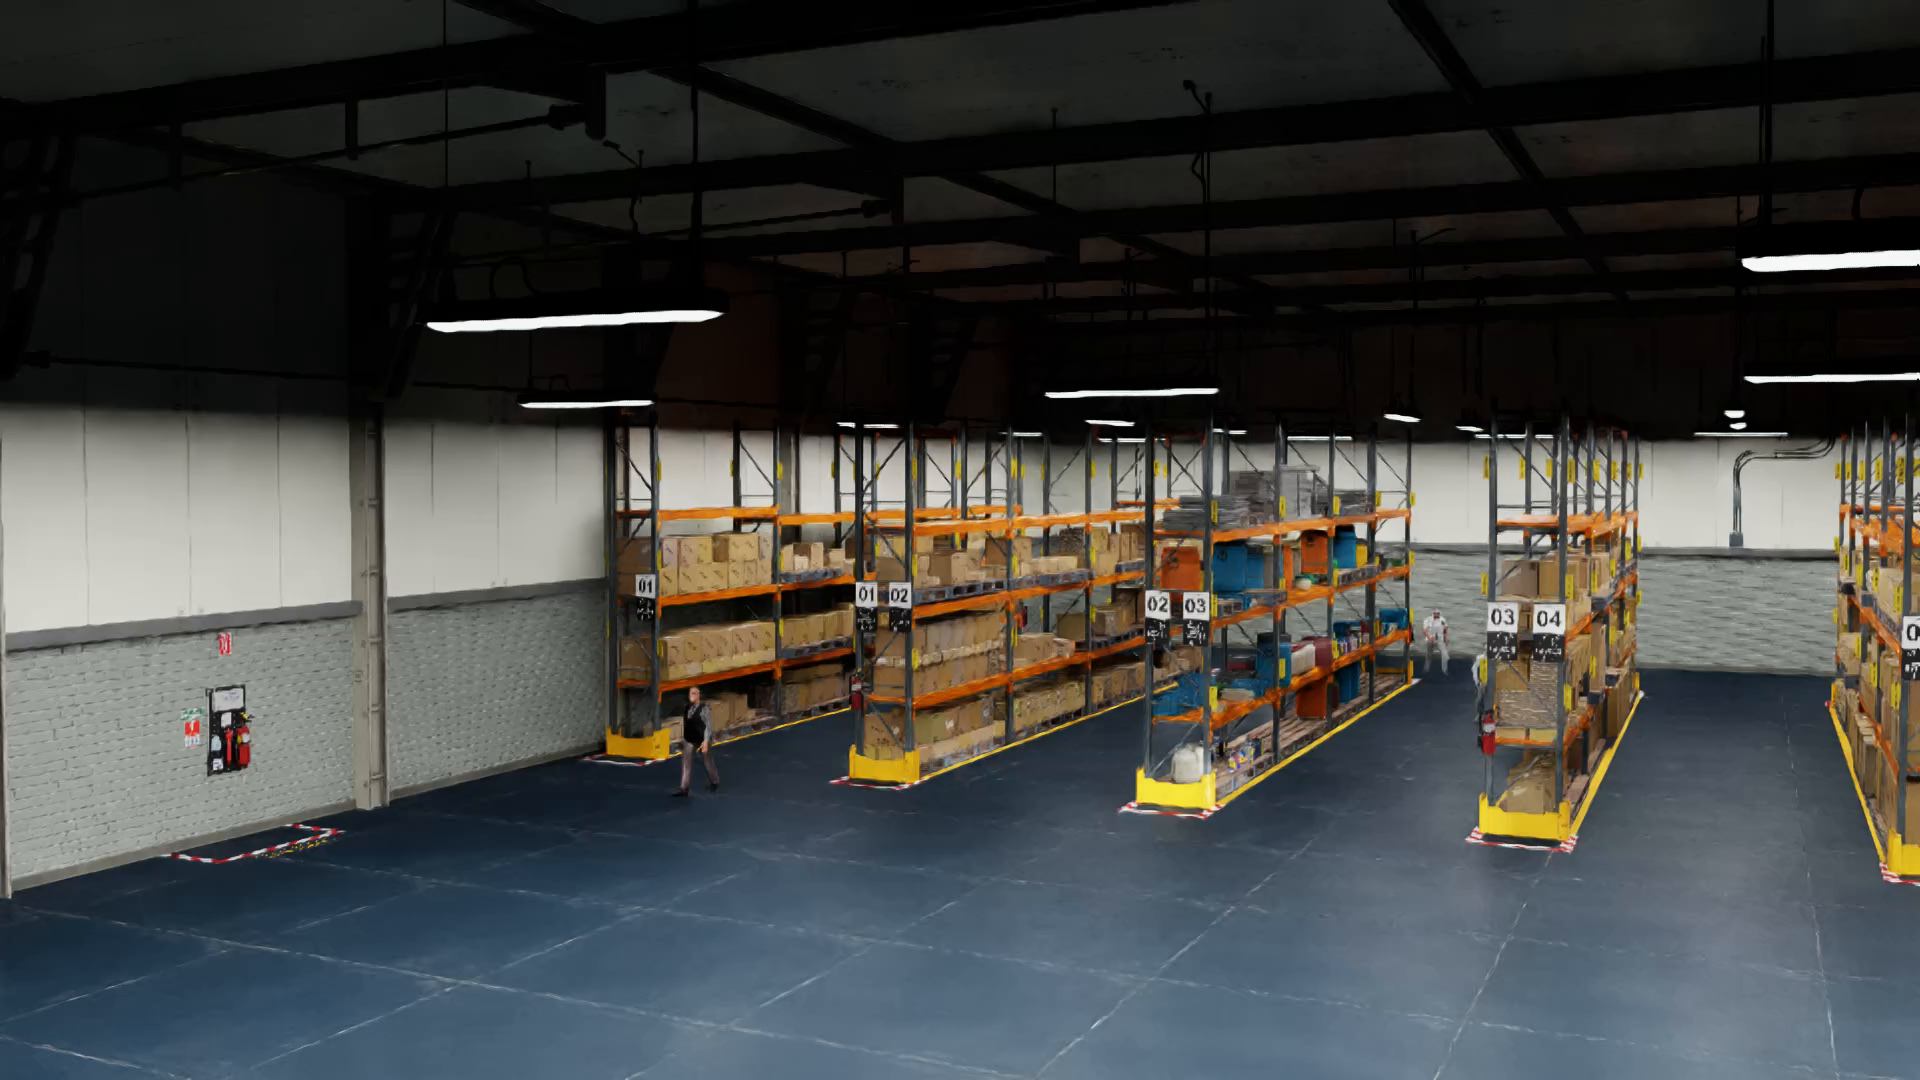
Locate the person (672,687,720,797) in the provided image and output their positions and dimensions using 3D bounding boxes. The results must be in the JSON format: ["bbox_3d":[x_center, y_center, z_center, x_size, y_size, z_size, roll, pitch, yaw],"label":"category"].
[{"bbox_3d":[-4.027,3.131,25.575,0.553,1.591,1.030,1,3,24],"label":"person"}]

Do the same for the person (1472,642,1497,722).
[{"bbox_3d":[10.482,2.806,32.993,0.639,1.632,0.512,1,3,23],"label":"person"}]

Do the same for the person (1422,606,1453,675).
[{"bbox_3d":[11.618,2.442,40.563,0.705,1.694,0.833,0,2,6],"label":"person"}]
